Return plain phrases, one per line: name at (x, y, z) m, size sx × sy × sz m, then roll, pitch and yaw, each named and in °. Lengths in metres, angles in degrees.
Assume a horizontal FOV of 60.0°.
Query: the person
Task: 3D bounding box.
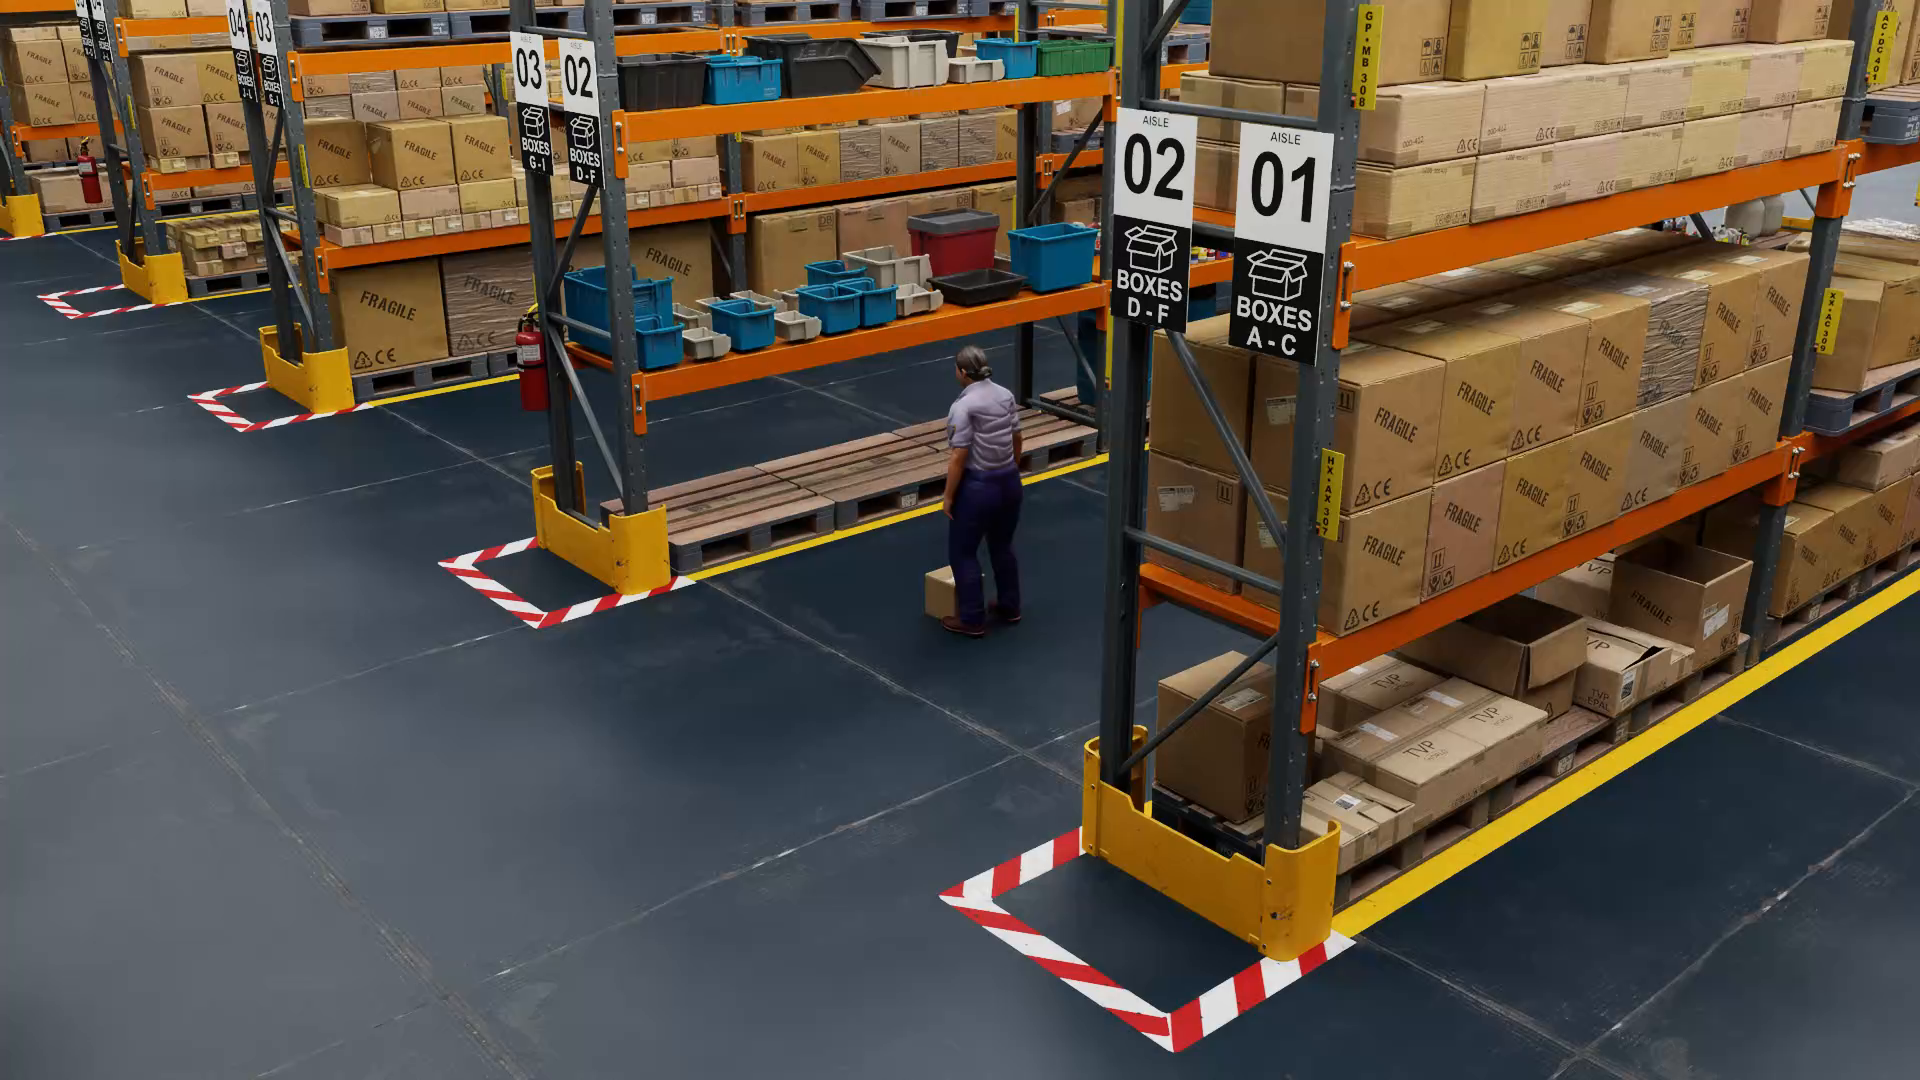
person at (0.136, -0.276, 9.308) m, size 0.550 × 1.651 × 0.367 m, roll -18°, pitch 27°, yaw -38°
